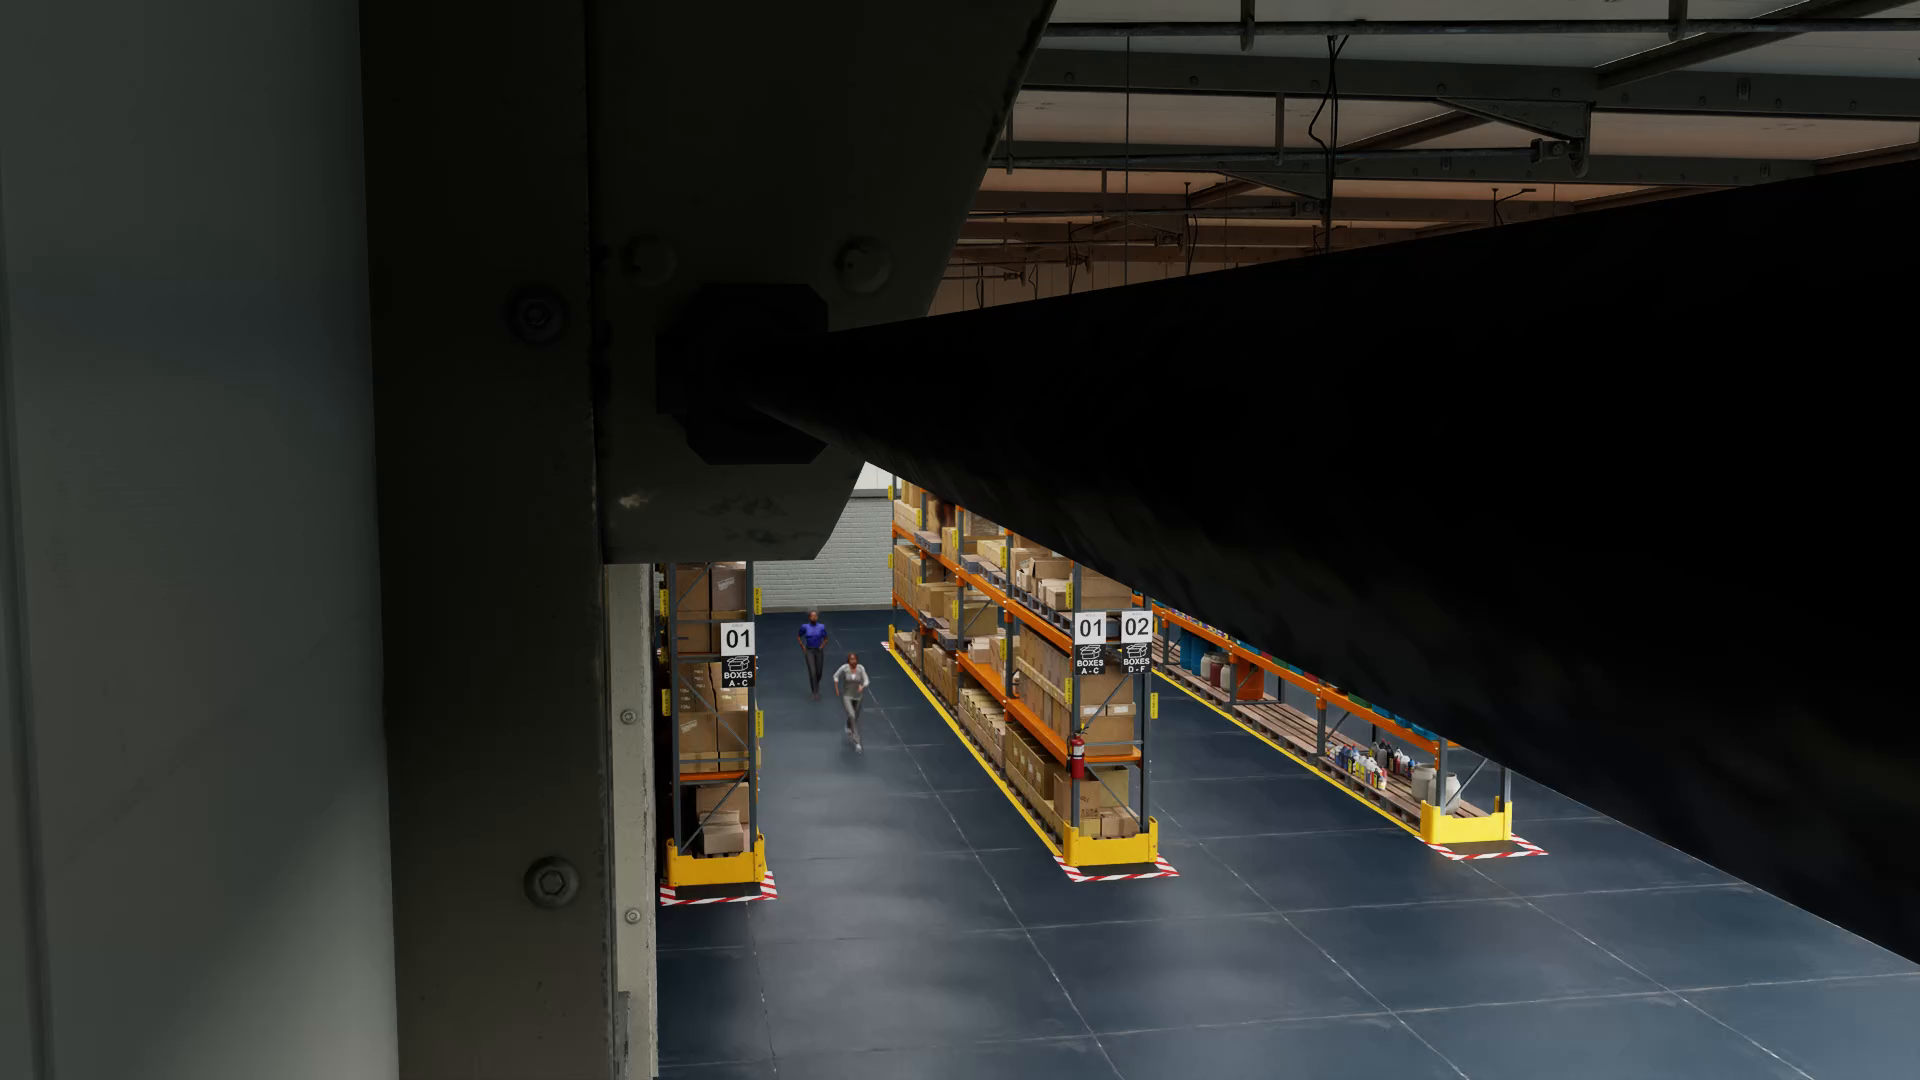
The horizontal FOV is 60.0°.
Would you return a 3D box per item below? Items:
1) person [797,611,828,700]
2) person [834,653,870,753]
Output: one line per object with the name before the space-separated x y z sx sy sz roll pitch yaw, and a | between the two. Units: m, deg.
person | -2.761 2.194 31.267 0.587 1.552 0.638 -2 6 -14
person | -1.756 2.613 27.163 0.558 1.586 0.907 -2 6 -15
